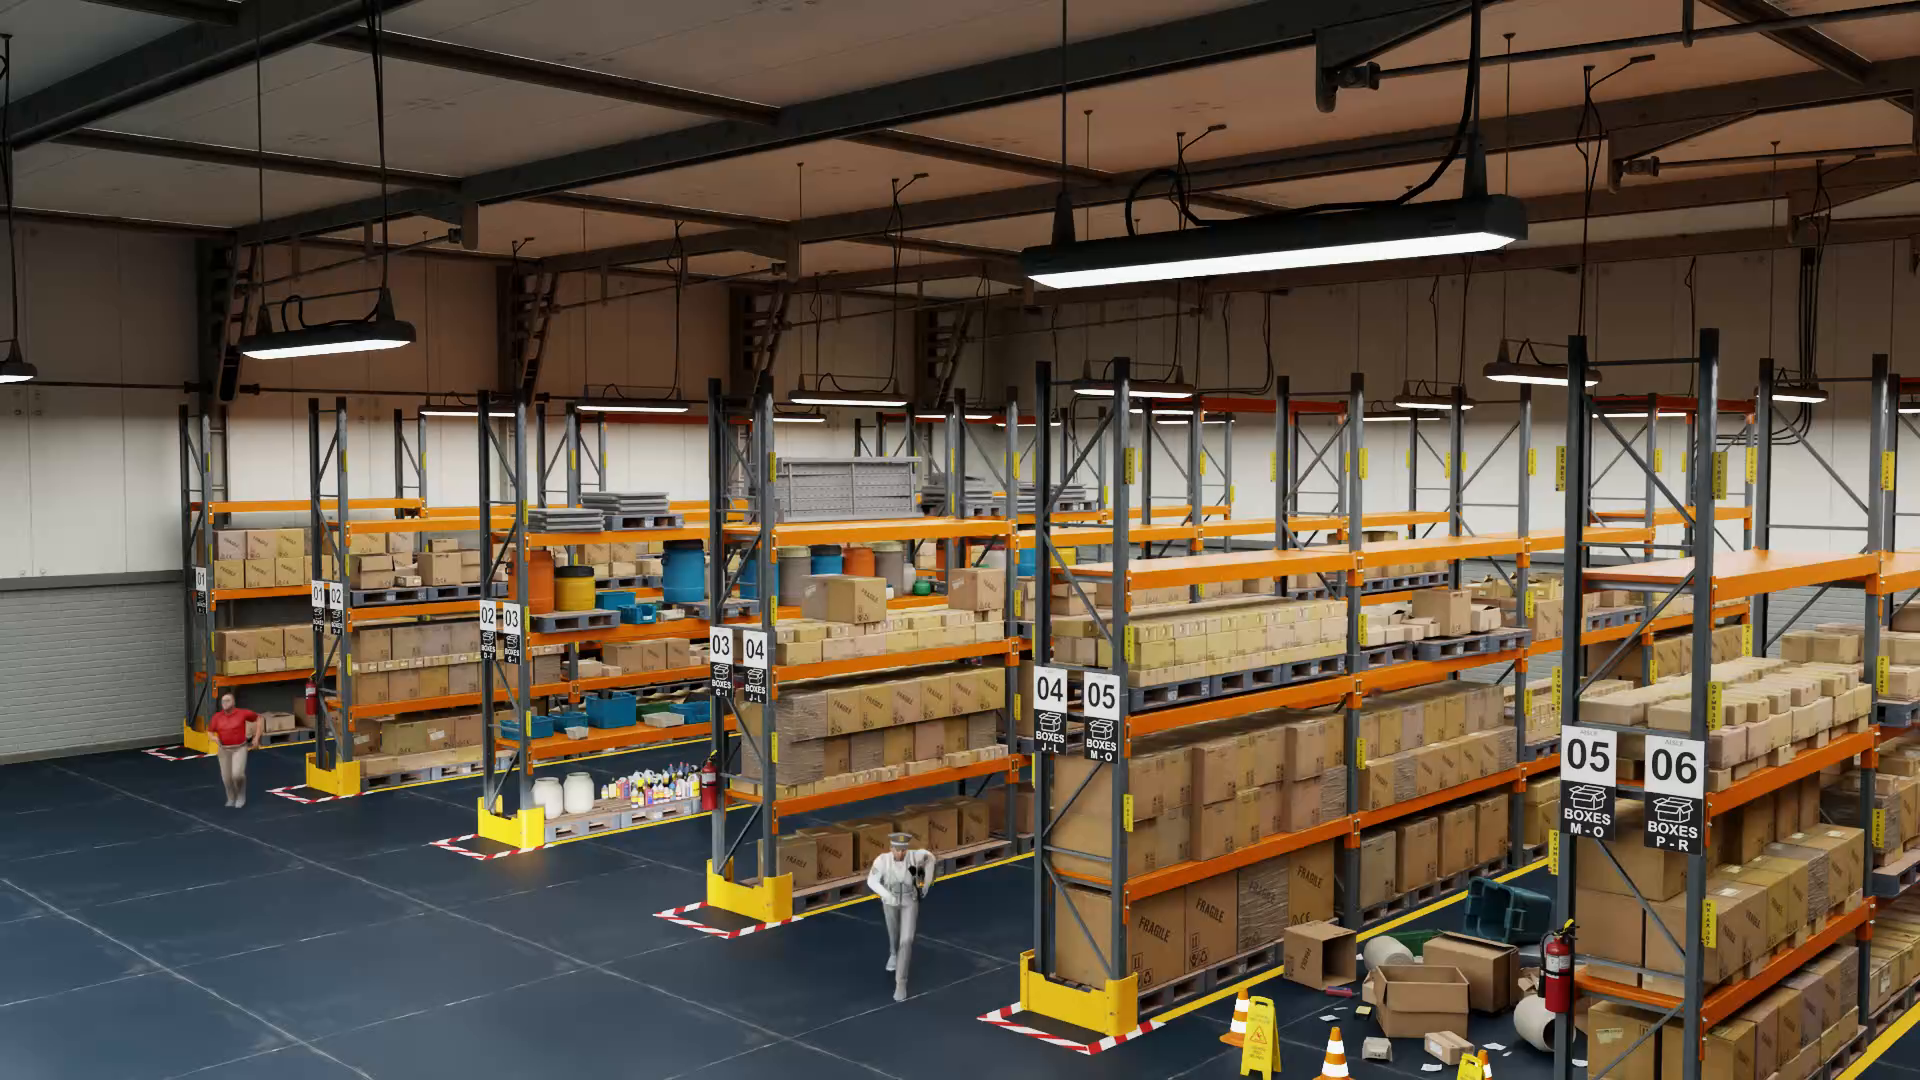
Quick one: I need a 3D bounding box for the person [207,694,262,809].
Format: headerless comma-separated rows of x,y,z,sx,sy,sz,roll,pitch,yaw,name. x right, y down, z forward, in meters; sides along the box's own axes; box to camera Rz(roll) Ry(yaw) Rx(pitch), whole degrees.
-10.450,3.044,23.911,0.683,1.681,0.830,0,3,-9,person

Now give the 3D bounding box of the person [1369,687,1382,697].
6.493,3.019,25.877,0.504,1.541,0.659,3,4,44,person

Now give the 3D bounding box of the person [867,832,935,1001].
-0.569,3.552,16.061,0.658,1.625,0.940,0,3,-5,person
